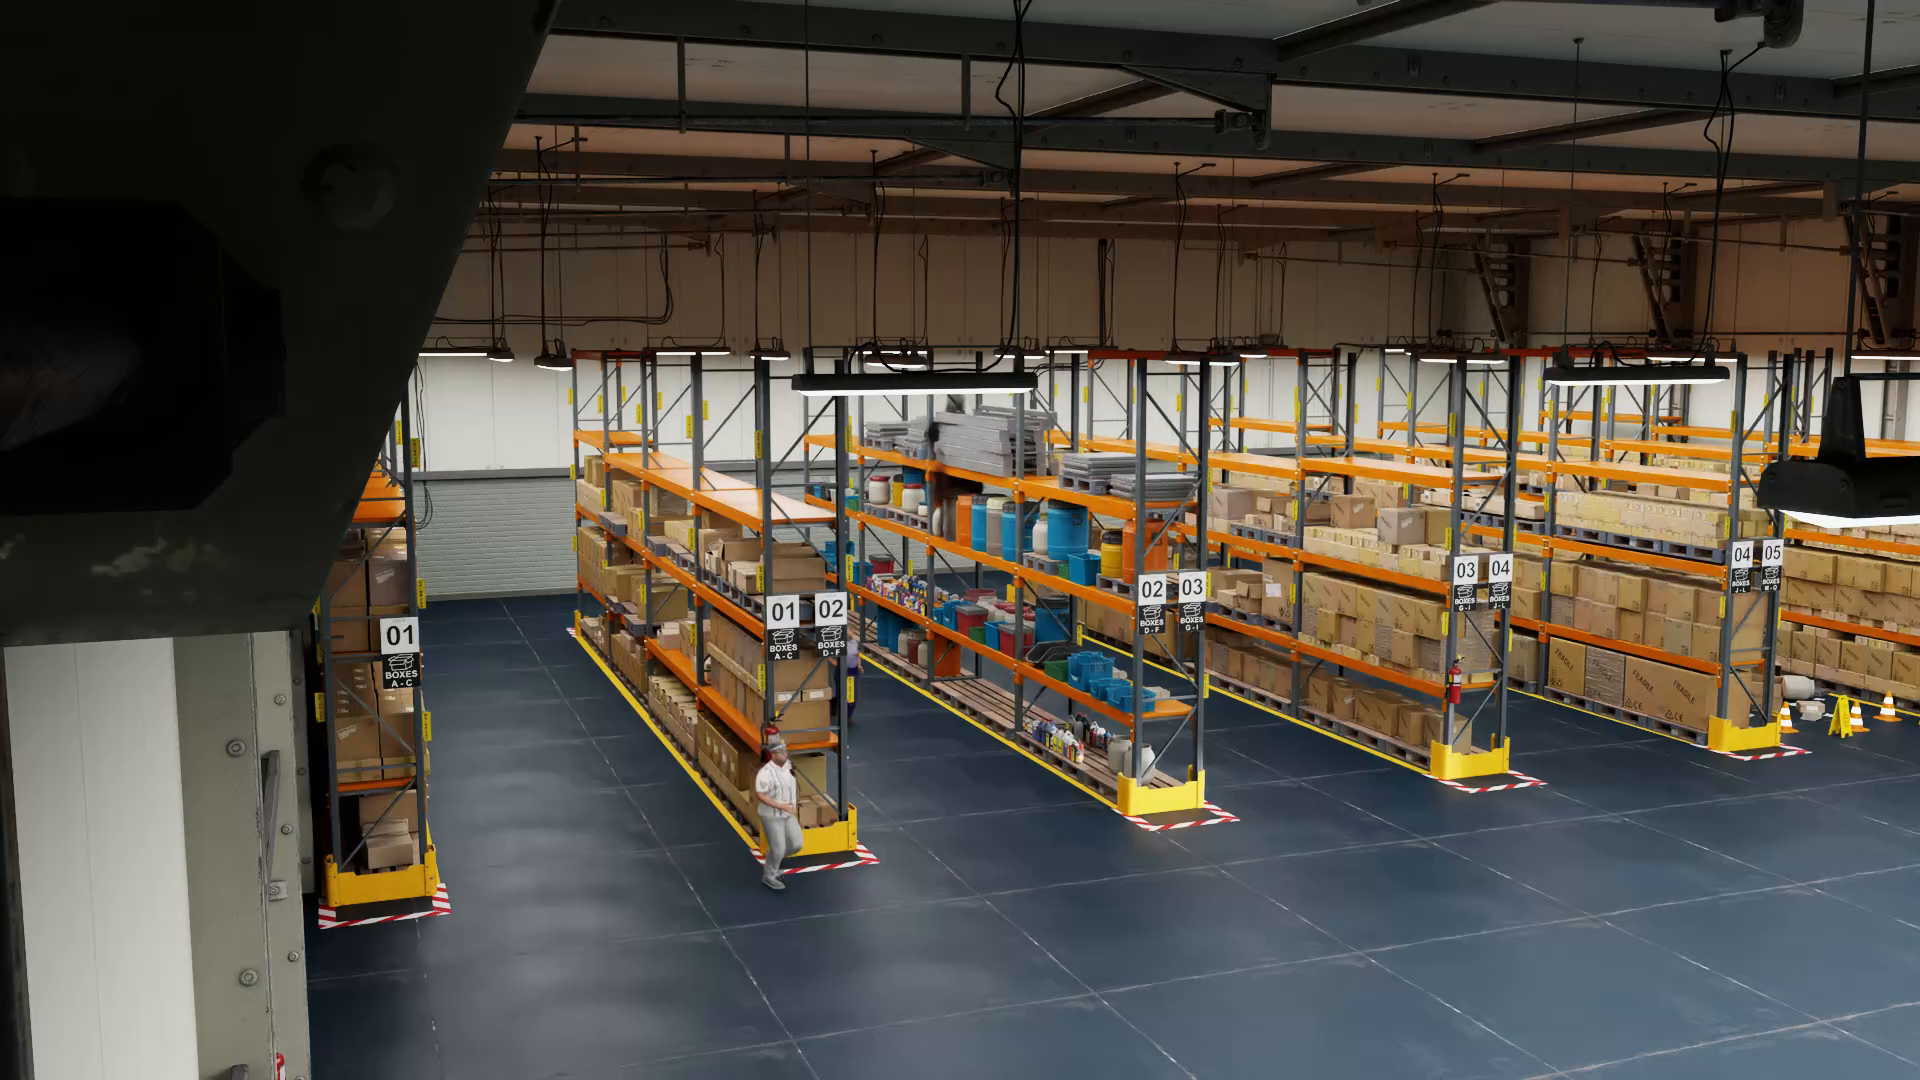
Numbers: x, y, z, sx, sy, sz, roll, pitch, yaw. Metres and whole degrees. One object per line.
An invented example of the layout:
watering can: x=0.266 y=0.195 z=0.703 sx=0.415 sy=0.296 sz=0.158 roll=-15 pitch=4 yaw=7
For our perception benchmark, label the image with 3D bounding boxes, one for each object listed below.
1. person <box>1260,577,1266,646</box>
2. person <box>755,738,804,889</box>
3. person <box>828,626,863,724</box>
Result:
person: x=5.897 y=1.473 z=32.923 sx=0.638 sy=1.632 sz=0.931 roll=-3 pitch=8 yaw=-24
person: x=-2.027 y=3.114 z=19.008 sx=0.574 sy=1.743 sz=0.693 roll=5 pitch=8 yaw=33
person: x=-1.861 y=2.177 z=27.089 sx=0.595 sy=1.601 sz=0.561 roll=-4 pitch=8 yaw=-31
